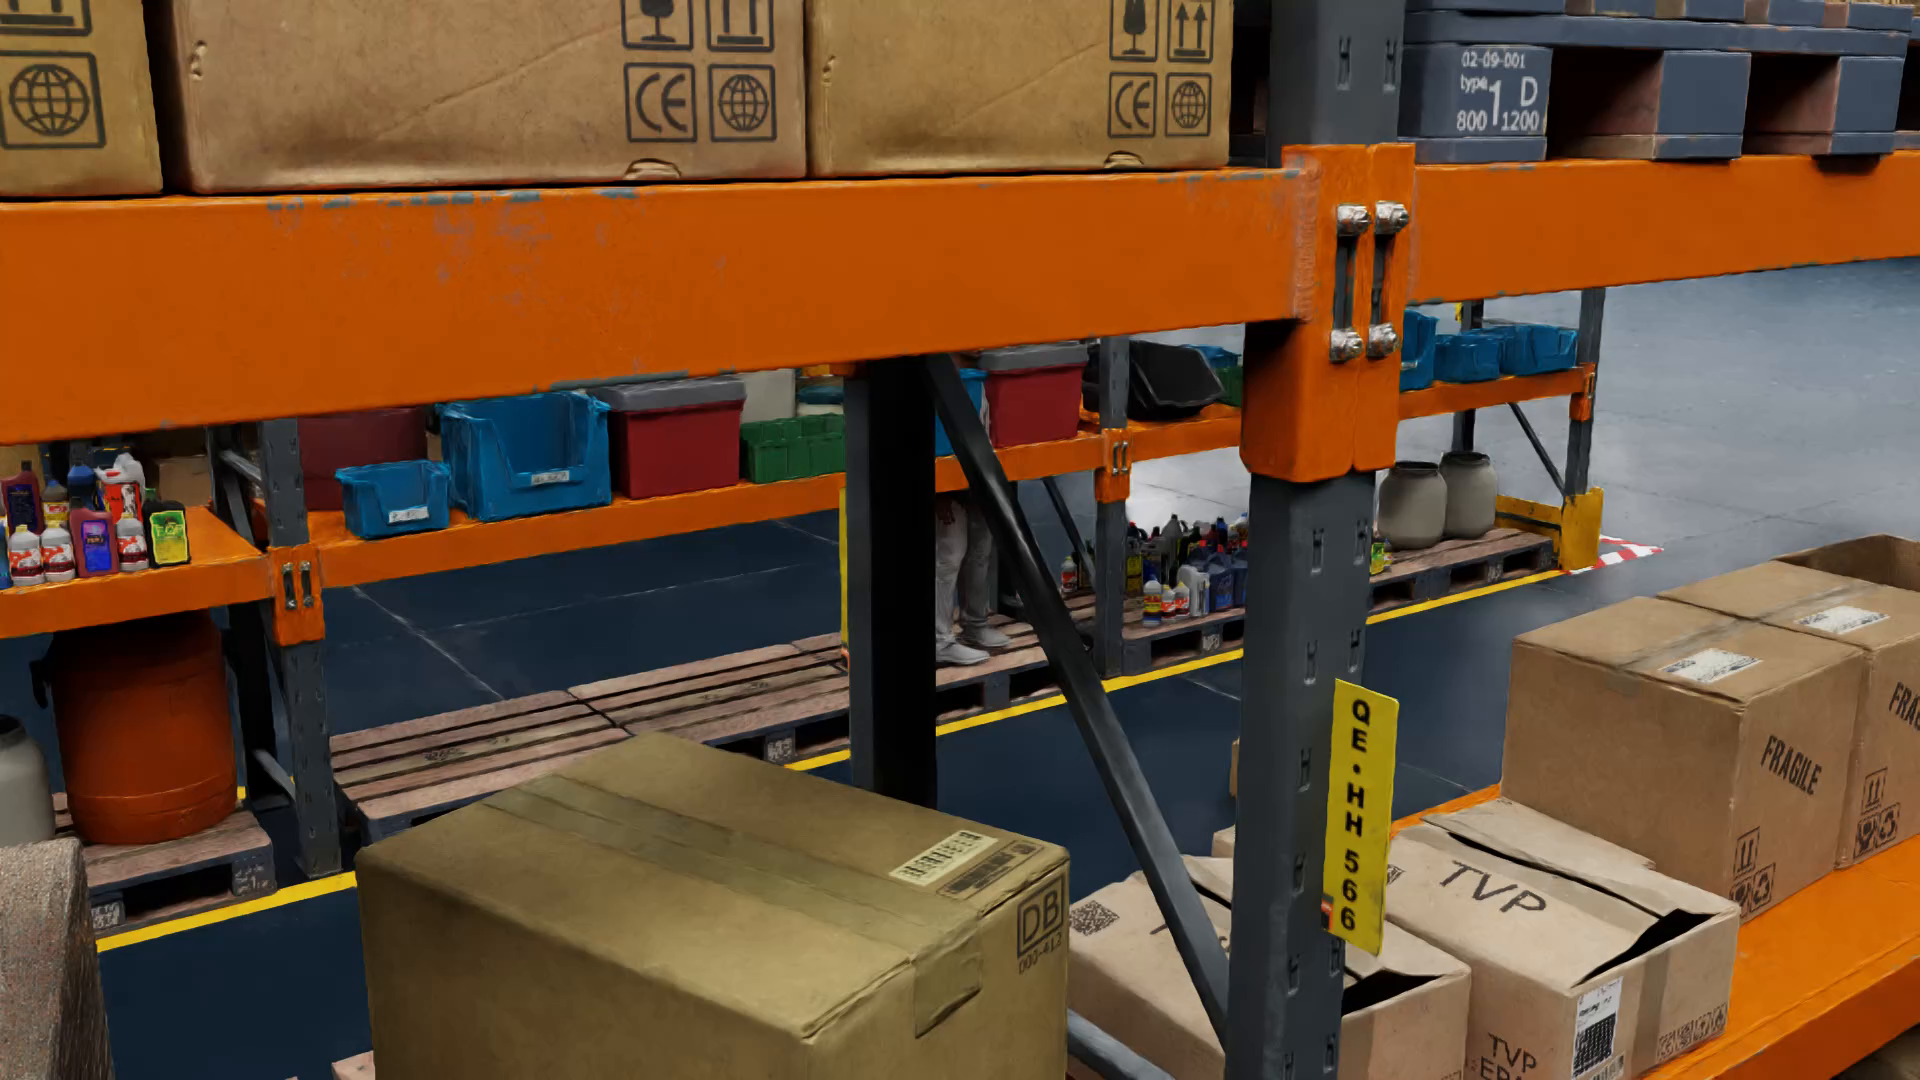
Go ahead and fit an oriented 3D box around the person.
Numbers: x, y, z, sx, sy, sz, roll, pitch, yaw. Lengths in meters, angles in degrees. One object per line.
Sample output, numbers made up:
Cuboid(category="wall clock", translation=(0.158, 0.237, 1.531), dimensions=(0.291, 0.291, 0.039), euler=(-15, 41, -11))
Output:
Cuboid(category="person", translation=(0.031, -0.288, 8.164), dimensions=(0.579, 1.766, 0.422), euler=(-11, 18, -37))
